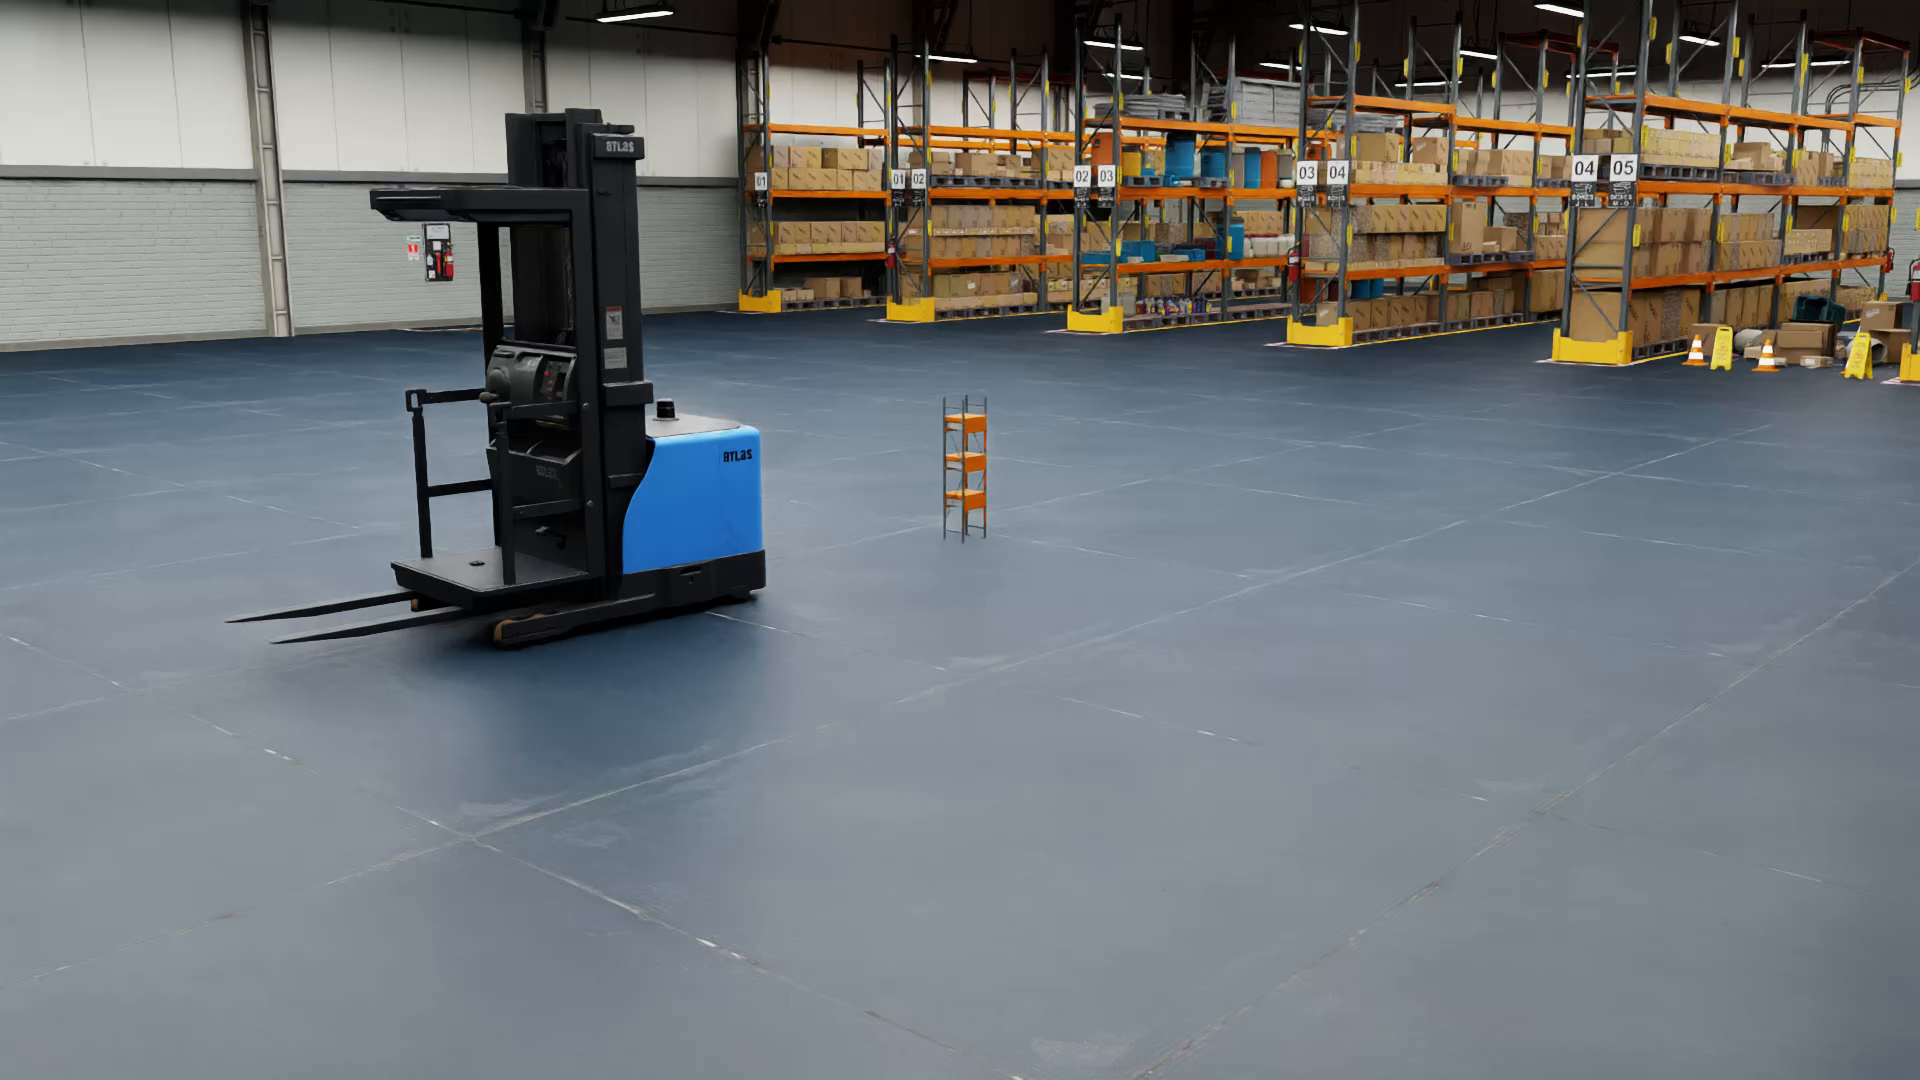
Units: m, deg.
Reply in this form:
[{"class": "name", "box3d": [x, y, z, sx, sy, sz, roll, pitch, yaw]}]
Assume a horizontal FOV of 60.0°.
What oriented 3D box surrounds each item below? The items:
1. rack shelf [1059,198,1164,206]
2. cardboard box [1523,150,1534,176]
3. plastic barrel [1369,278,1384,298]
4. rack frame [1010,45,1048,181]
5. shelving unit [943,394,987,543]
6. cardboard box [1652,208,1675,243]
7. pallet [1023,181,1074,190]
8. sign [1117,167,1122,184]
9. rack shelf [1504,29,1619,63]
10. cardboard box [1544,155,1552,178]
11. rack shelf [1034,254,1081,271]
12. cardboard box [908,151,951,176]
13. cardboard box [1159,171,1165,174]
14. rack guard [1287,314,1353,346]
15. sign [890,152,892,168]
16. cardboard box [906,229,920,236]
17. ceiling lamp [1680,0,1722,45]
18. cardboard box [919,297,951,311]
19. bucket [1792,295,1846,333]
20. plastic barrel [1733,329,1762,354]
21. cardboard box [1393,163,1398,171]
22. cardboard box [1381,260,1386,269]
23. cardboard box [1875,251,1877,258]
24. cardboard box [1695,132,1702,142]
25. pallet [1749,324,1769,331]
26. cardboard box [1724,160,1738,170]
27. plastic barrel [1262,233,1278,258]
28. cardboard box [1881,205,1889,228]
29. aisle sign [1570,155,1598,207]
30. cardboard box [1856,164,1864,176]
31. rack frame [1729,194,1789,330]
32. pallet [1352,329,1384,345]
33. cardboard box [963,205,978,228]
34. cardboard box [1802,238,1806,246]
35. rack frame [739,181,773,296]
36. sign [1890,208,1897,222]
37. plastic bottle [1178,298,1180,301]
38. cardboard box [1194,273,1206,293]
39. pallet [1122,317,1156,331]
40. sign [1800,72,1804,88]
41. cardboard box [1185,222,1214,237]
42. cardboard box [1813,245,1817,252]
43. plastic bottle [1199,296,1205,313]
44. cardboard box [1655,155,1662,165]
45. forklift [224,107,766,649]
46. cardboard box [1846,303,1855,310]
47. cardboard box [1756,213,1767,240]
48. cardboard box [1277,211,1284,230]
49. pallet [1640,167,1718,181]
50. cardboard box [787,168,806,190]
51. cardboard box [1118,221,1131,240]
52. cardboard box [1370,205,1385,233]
[{"class": "rack shelf", "box3d": [4.457, -10.067, 49.134, 1.077, 0.370, 4.000, 10, 15, 40]}, {"class": "cardboard box", "box3d": [11.532, -7.807, 34.453, 0.500, 0.500, 0.500, 10, 15, 42]}, {"class": "plastic barrel", "box3d": [10.207, -6.473, 41.246, 0.600, 0.901, 0.708, 10, 15, 40]}, {"class": "rack frame", "box3d": [1.580, -9.780, 38.200, 1.000, 3.000, 0.127, 10, 15, 40]}, {"class": "shelving unit", "box3d": [0.035, -0.523, 12.148, 0.215, 1.050, 0.252, 10, 15, 40]}, {"class": "cardboard box", "box3d": [11.077, -5.122, 27.058, 0.875, 0.550, 0.550, 10, 15, 40]}, {"class": "pallet", "box3d": [2.152, -8.346, 39.170, 0.805, 0.209, 1.217, 9, 14, 38]}, {"class": "sign", "box3d": [3.068, -7.012, 31.978, 0.100, 0.325, 0.005, 10, 15, 40]}, {"class": "rack shelf", "box3d": [12.979, -10.658, 35.949, 1.077, 0.370, 4.000, 10, 15, 40]}, {"class": "cardboard box", "box3d": [12.511, -8.108, 36.163, 0.500, 0.500, 0.500, 11, 16, 43]}, {"class": "rack shelf", "box3d": [2.900, -6.779, 40.331, 1.077, 0.370, 4.000, 10, 15, 40]}, {"class": "cardboard box", "box3d": [-0.678, -8.129, 35.903, 0.637, 0.503, 0.797, -11, 16, -44]}, {"class": "cardboard box", "box3d": [4.819, -9.090, 42.149, 0.910, 0.500, 0.500, 10, 15, 40]}, {"class": "rack guard", "box3d": [6.428, -3.753, 29.726, 1.175, 0.500, 0.348, 10, 15, 40]}, {"class": "sign", "box3d": [-1.459, -8.188, 35.830, 0.100, 0.325, 0.005, 10, 15, 40]}, {"class": "cardboard box", "box3d": [-0.952, -6.697, 36.172, 0.380, 0.149, 0.250, 9, 15, 39]}, {"class": "ceiling lamp", "box3d": [15.819, -12.059, 34.707, 0.800, 3.185, 2.000, 10, 15, 40]}, {"class": "cardboard box", "box3d": [-0.540, -5.157, 36.320, 0.500, 0.250, 0.500, 10, 15, 40]}, {"class": "bucket", "box3d": [14.320, -3.722, 27.666, 0.620, 0.611, 0.726, 5, 7, -30]}, {"class": "plastic barrel", "box3d": [13.081, -3.272, 27.511, 0.421, 0.421, 0.512, -2, 11, -9]}, {"class": "cardboard box", "box3d": [7.747, -6.801, 30.311, 0.380, 0.149, 0.250, 10, 15, 40]}, {"class": "cardboard box", "box3d": [7.565, -5.041, 30.431, 0.380, 0.149, 0.250, 10, 15, 40]}, {"class": "cardboard box", "box3d": [20.249, -6.387, 37.175, 0.380, 0.149, 0.250, 10, 15, 40]}, {"class": "cardboard box", "box3d": [12.007, -6.650, 27.466, 0.380, 0.149, 0.250, 10, 15, 41]}, {"class": "pallet", "box3d": [14.741, -4.015, 31.775, 1.003, 0.211, 1.213, 10, 15, 40]}, {"class": "cardboard box", "box3d": [13.549, -6.623, 29.370, 0.250, 0.149, 0.380, 10, 15, 40]}, {"class": "plastic barrel", "box3d": [6.864, -6.547, 36.987, 0.433, 0.535, 0.433, 0, 11, 0]}, {"class": "cardboard box", "box3d": [20.484, -7.251, 37.291, 0.500, 0.500, 0.500, 9, 15, 39]}, {"class": "aisle sign", "box3d": [9.765, -5.615, 26.028, 0.394, 0.787, 0.004, 10, 15, 40]}, {"class": "cardboard box", "box3d": [18.789, -7.832, 35.215, 0.500, 0.250, 0.500, 10, 15, 40]}, {"class": "rack frame", "box3d": [15.318, -5.489, 32.033, 1.000, 3.000, 0.127, 10, 15, 40]}, {"class": "pallet", "box3d": [6.991, -3.727, 30.330, 1.003, 0.211, 1.213, 10, 15, 40]}, {"class": "cardboard box", "box3d": [-0.033, -7.162, 36.841, 0.700, 0.500, 0.500, 10, 15, 41]}, {"class": "cardboard box", "box3d": [16.637, -5.952, 33.163, 0.380, 0.149, 0.250, 10, 15, 40]}, {"class": "rack frame", "box3d": [-4.784, -6.889, 39.045, 1.000, 3.000, 0.127, 10, 15, 40]}, {"class": "sign", "box3d": [21.003, -7.314, 37.408, 0.100, 0.325, 0.005, 10, 15, 40]}, {"class": "plastic bottle", "box3d": [4.646, -5.025, 35.526, 0.061, 0.283, 0.133, 10, 15, 40]}, {"class": "cardboard box", "box3d": [6.086, -6.750, 43.605, 0.500, 0.500, 0.500, 10, 15, 41]}, {"class": "pallet", "box3d": [3.213, -4.377, 33.586, 1.003, 0.211, 1.213, 10, 15, 40]}, {"class": "sign", "box3d": [17.563, -9.589, 34.658, 0.100, 0.325, 0.005, 10, 15, 40]}, {"class": "cardboard box", "box3d": [6.380, -8.229, 44.425, 0.700, 0.500, 0.500, 4, 12, 21]}, {"class": "cardboard box", "box3d": [17.163, -5.923, 33.776, 0.380, 0.149, 0.250, 9, 14, 38]}, {"class": "plastic bottle", "box3d": [5.089, -4.981, 35.134, 0.144, 0.351, 0.185, 9, 15, 39]}, {"class": "cardboard box", "box3d": [10.838, -5.998, 26.238, 0.380, 0.149, 0.250, 10, 15, 41]}, {"class": "forklift", "box3d": [-2.628, -0.947, 9.468, 3.031, 2.935, 1.130, -11, 15, -43]}, {"class": "cardboard box", "box3d": [19.266, -5.093, 36.260, 0.380, 0.149, 0.250, 9, 15, 39]}, {"class": "cardboard box", "box3d": [14.681, -5.889, 31.228, 0.700, 0.500, 0.500, 9, 15, 40]}, {"class": "cardboard box", "box3d": [8.742, -8.890, 46.256, 0.500, 0.500, 0.500, 10, 15, 42]}, {"class": "pallet", "box3d": [12.130, -6.209, 28.206, 1.003, 0.211, 1.213, 10, 15, 40]}, {"class": "cardboard box", "box3d": [-3.994, -8.510, 39.196, 0.500, 0.500, 0.500, -11, 16, -44]}, {"class": "cardboard box", "box3d": [4.466, -9.094, 49.320, 0.980, 0.700, 0.700, 9, 14, 38]}, {"class": "cardboard box", "box3d": [7.281, -5.771, 29.881, 0.500, 0.500, 0.500, 10, 15, 40]}]
